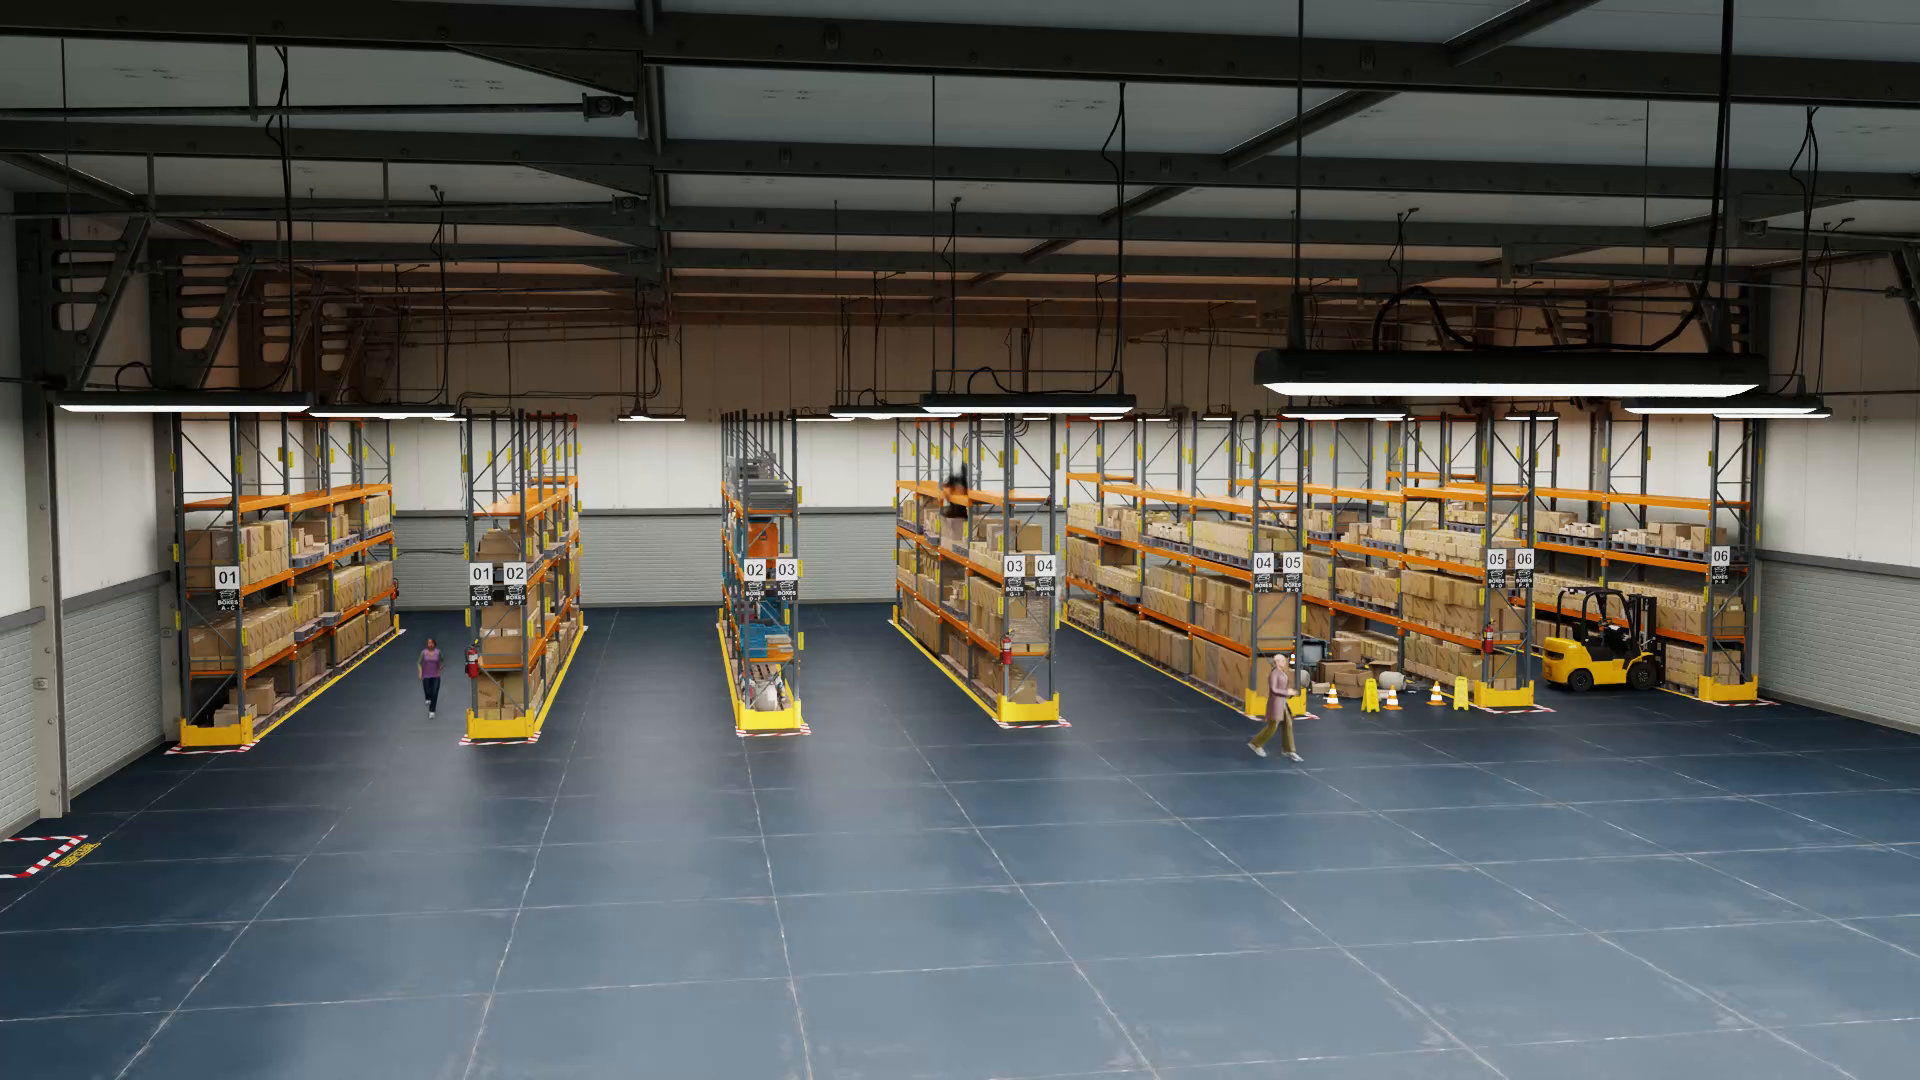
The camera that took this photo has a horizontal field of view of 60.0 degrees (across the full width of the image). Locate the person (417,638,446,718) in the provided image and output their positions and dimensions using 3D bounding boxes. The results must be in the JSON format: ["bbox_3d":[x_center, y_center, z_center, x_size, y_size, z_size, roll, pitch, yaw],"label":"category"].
[{"bbox_3d":[-10.343,2.683,32.551,0.538,1.557,0.549,-1,4,-18],"label":"person"}]

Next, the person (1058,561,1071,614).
[{"bbox_3d":[3.186,1.433,49.757,0.810,1.636,0.640,-1,4,-13],"label":"person"}]

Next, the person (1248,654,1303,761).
[{"bbox_3d":[5.392,2.852,28.375,0.922,1.829,0.736,2,5,28],"label":"person"}]

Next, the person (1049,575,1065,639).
[{"bbox_3d":[2.496,1.779,44.024,0.651,1.738,0.583,-1,4,-12],"label":"person"}]
